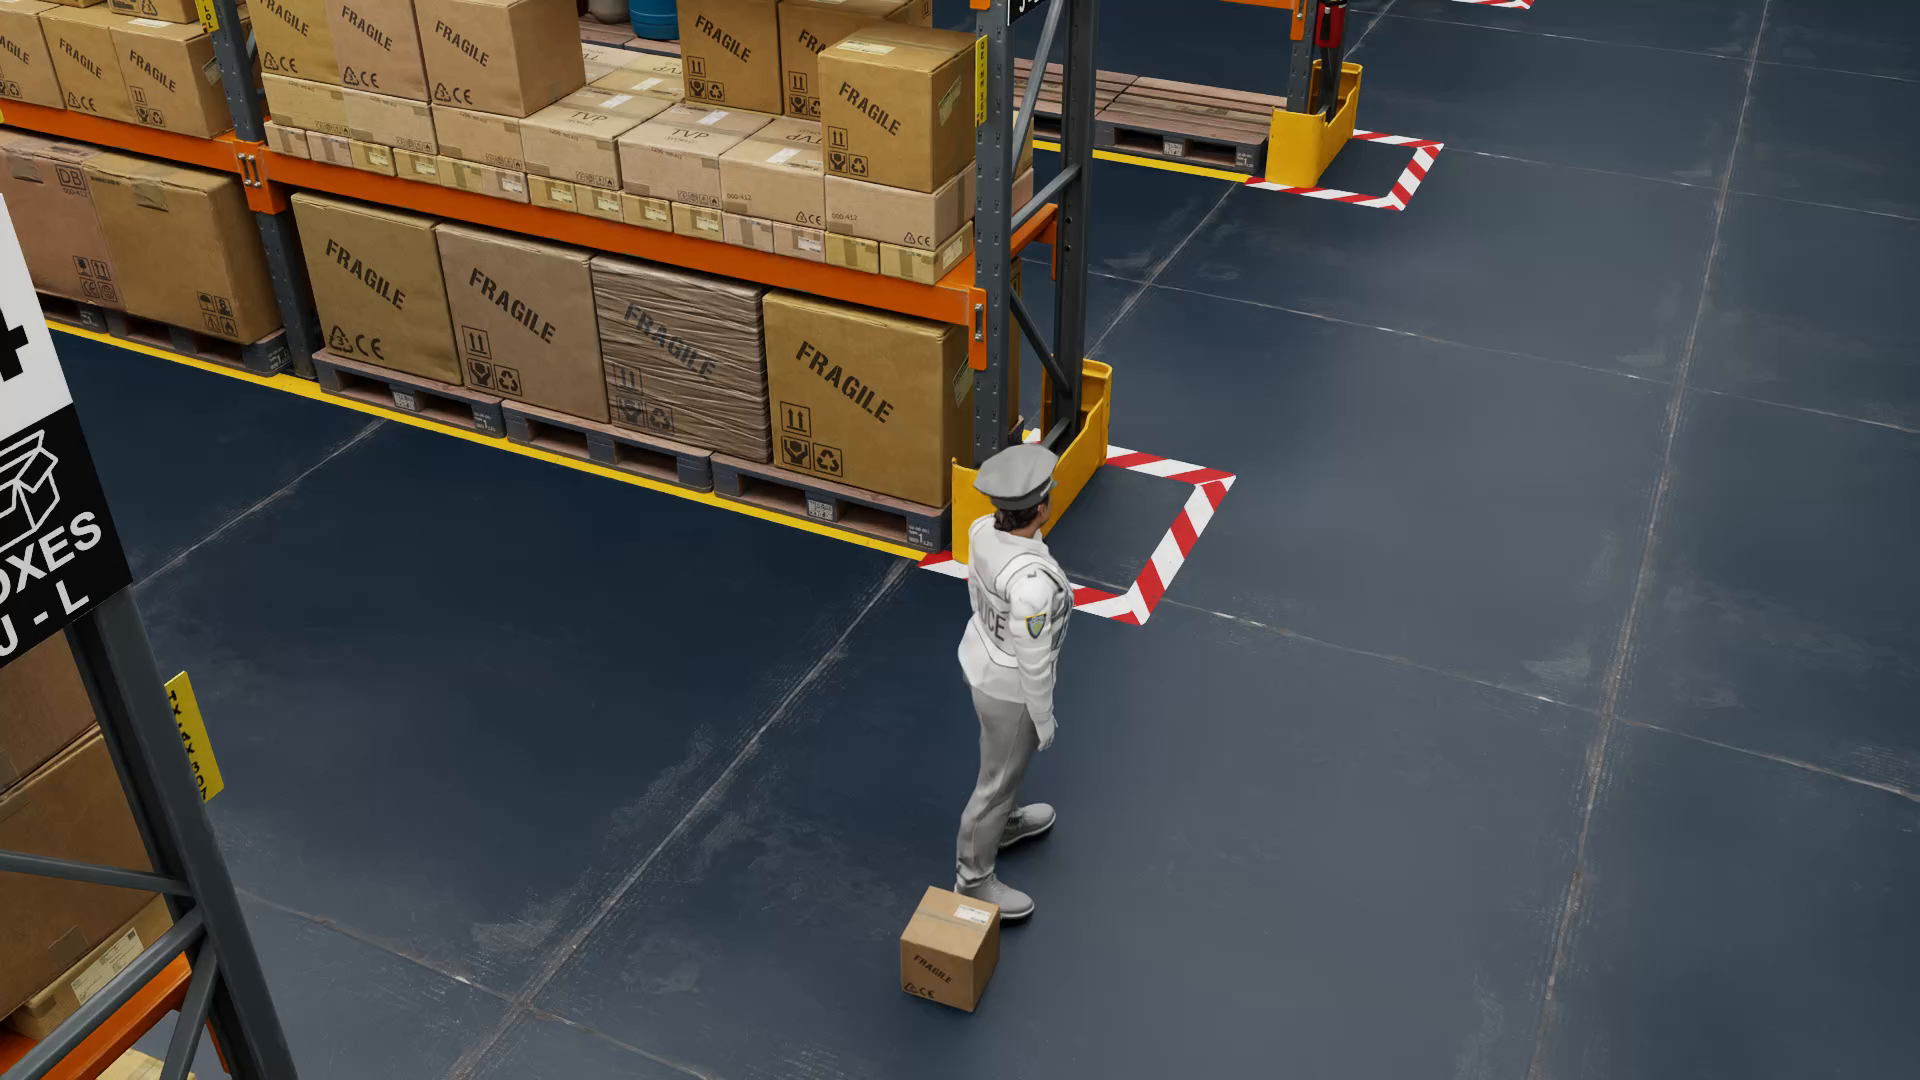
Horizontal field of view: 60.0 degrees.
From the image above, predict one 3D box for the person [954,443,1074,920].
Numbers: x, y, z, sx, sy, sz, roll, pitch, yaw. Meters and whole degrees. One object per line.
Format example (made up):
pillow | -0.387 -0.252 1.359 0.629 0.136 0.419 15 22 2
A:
person | 0.176 0.460 5.411 0.457 1.671 0.521 -9 35 -13
